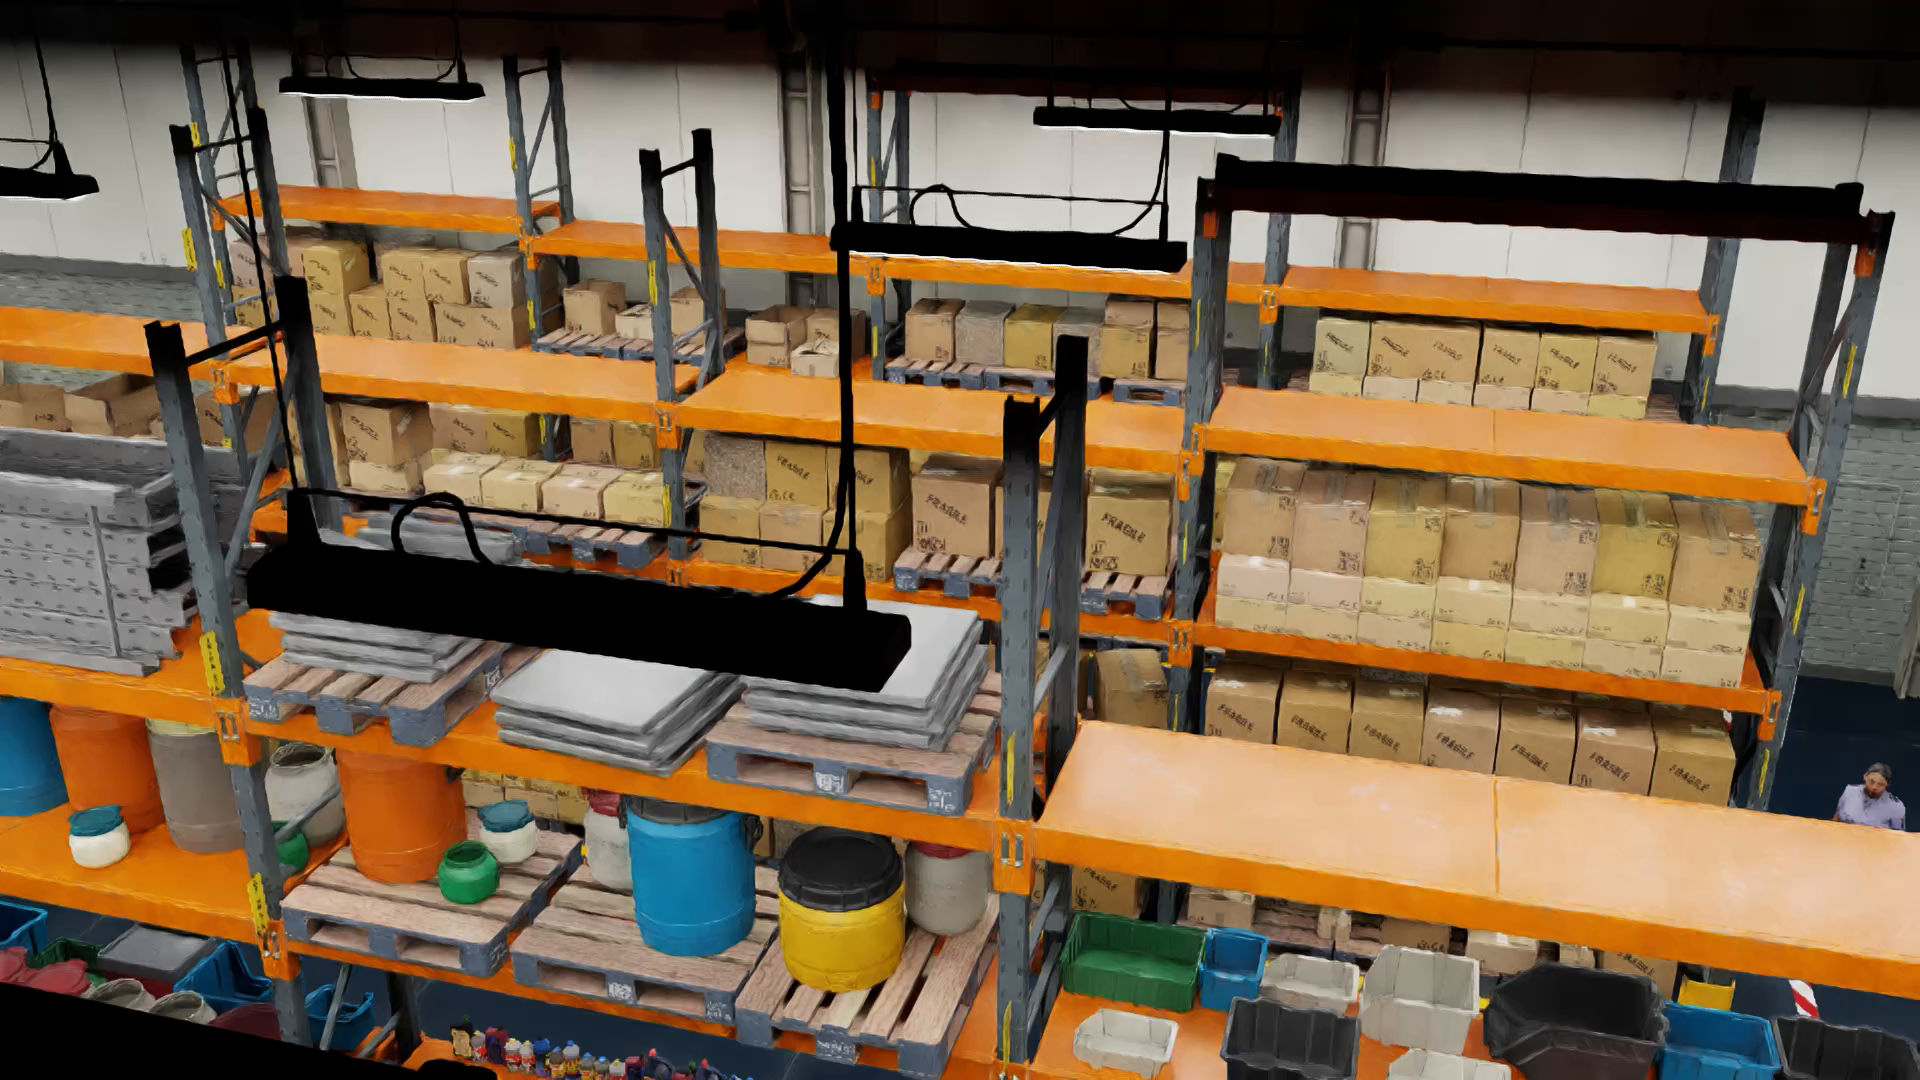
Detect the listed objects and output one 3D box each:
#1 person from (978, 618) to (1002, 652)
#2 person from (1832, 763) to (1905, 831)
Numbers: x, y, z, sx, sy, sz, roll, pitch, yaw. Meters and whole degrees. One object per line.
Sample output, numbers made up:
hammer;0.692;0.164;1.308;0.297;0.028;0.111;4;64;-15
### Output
person;0.249;0.814;16.721;1.089;1.572;0.450;5;23;13
person;6.936;2.445;12.734;0.560;1.640;0.733;-17;28;-35
